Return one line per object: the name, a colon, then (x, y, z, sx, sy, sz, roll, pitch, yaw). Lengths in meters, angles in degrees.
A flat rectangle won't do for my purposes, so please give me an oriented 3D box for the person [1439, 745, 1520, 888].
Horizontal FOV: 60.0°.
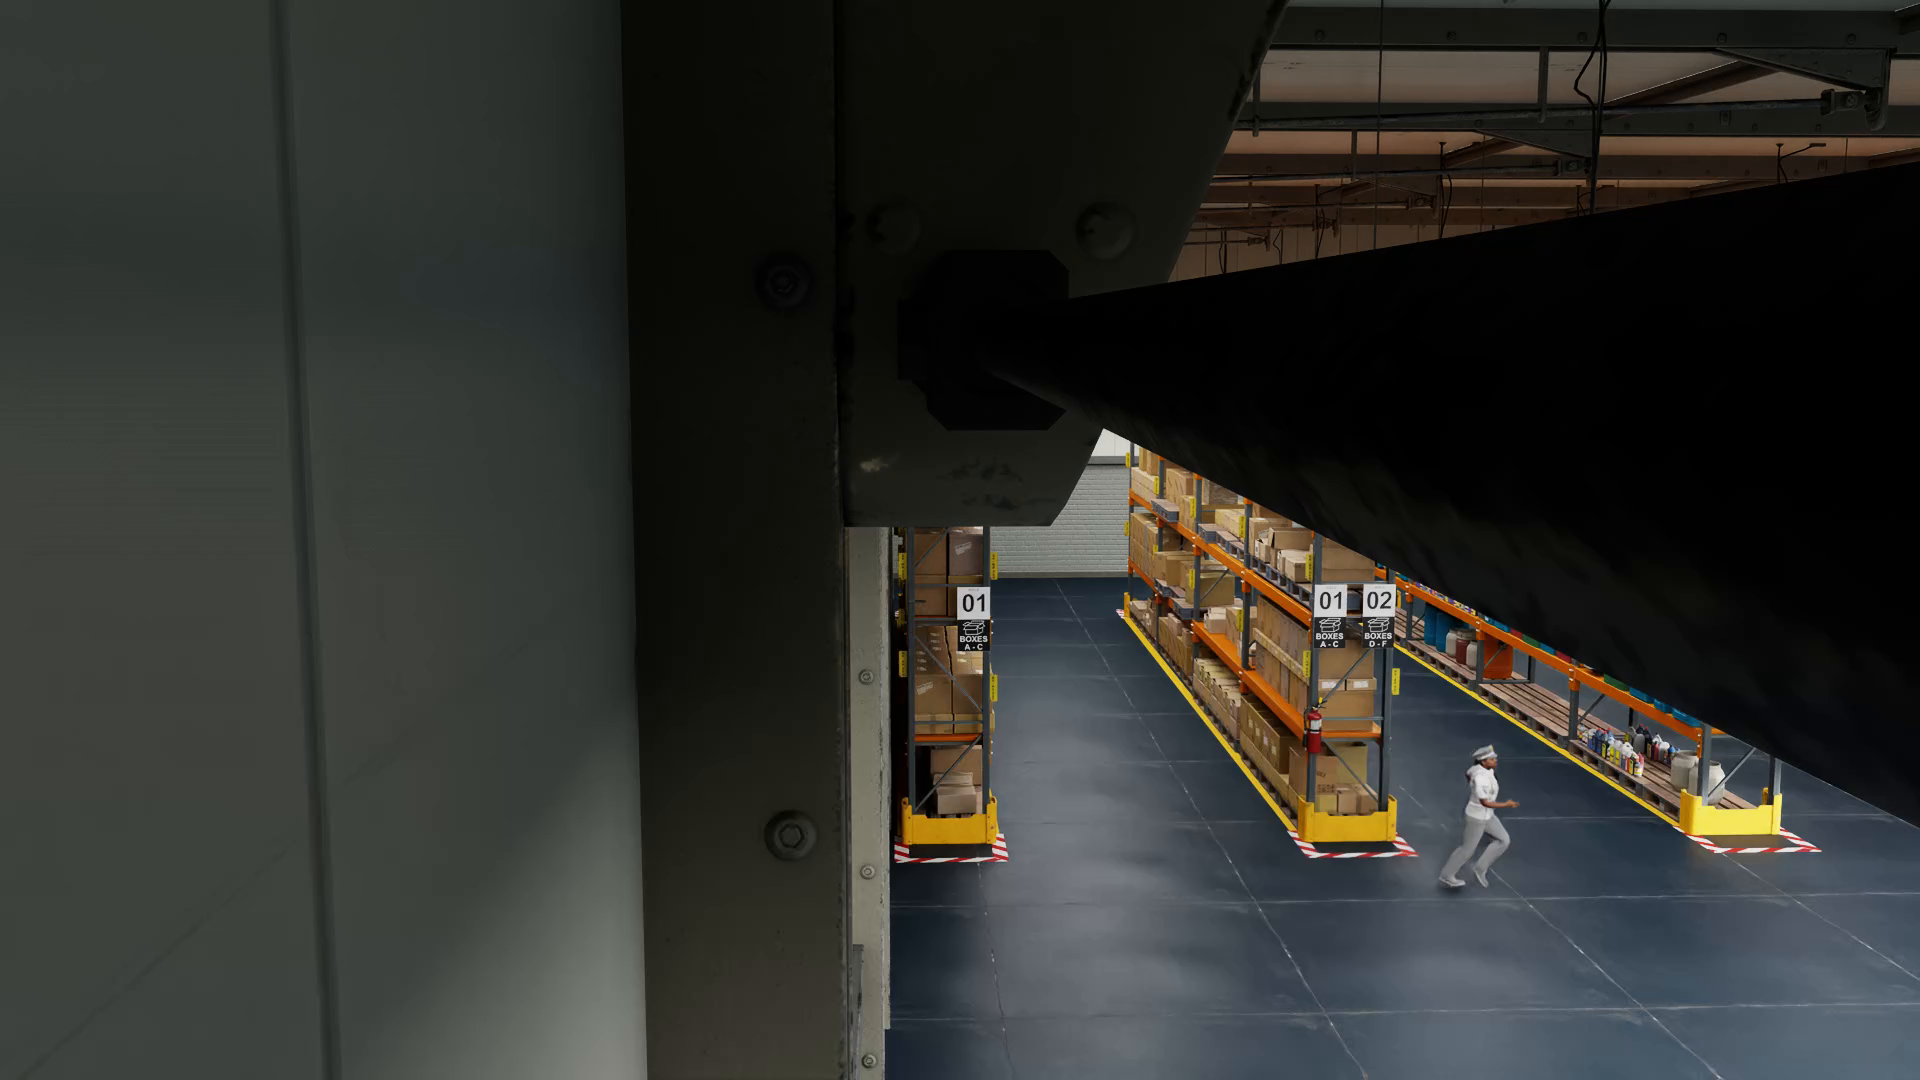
person: (5.868, 3.101, 18.715, 0.829, 1.670, 0.592, 4, 8, 28)
